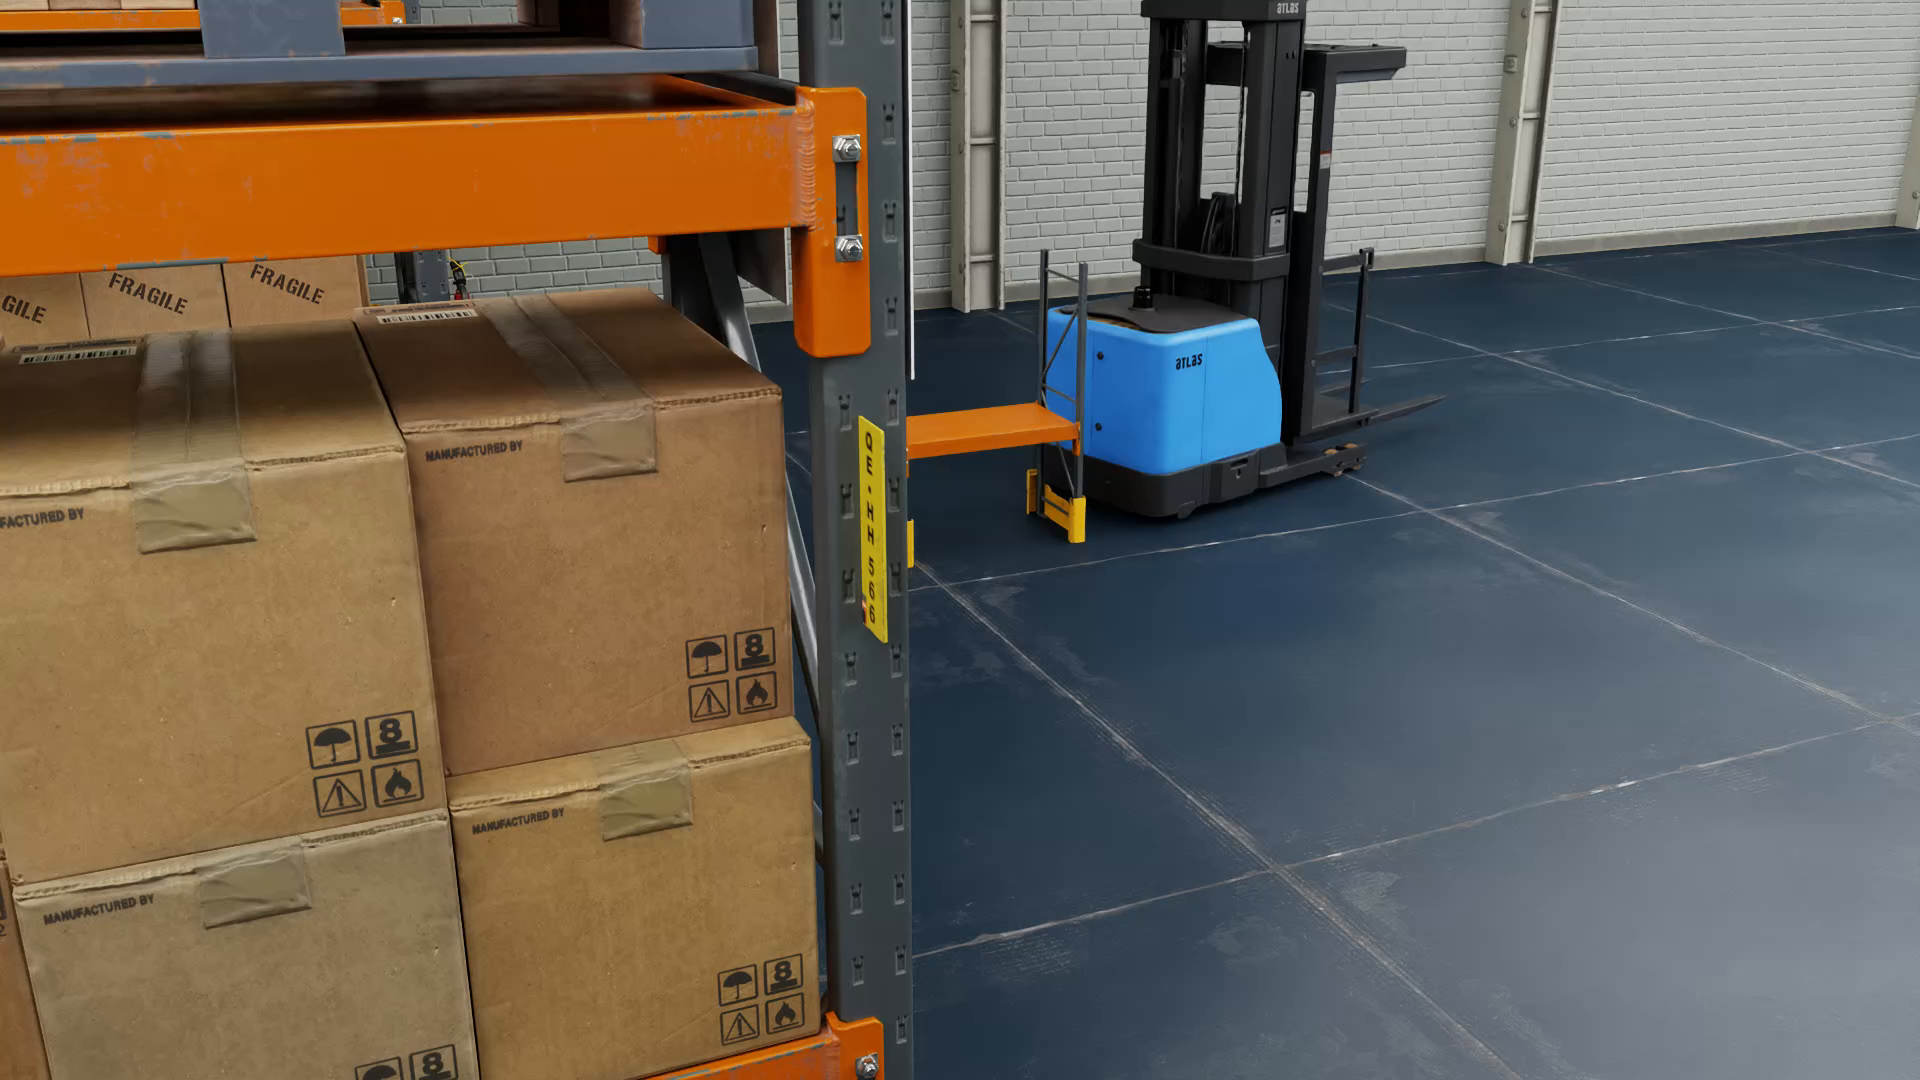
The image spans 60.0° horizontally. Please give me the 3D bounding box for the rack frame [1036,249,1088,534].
[{"bbox_3d":[0.545,-0.786,8.995,0.032,1.500,0.500,-8,21,-22],"label":"rack frame"}]

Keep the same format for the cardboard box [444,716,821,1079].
[{"bbox_3d":[-0.654,0.468,2.951,0.550,0.550,0.875,-8,21,-22],"label":"cardboard box"}]

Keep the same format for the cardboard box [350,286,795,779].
[{"bbox_3d":[-0.687,-0.067,2.844,0.550,0.550,0.875,-8,21,-22],"label":"cardboard box"}]

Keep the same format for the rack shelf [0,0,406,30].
[{"bbox_3d":[-4.221,-1.833,6.277,4.000,0.370,1.077,-8,21,-22],"label":"rack shelf"}]

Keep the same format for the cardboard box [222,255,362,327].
[{"bbox_3d":[-2.774,-1.052,6.896,0.500,0.500,0.500,-9,21,-23],"label":"cardboard box"}]

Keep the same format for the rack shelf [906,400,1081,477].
[{"bbox_3d":[0.078,-0.549,8.865,1.000,0.185,0.538,-8,21,-22],"label":"rack shelf"}]

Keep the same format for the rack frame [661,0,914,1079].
[{"bbox_3d":[-0.330,0.477,3.151,0.053,2.616,0.949,-8,21,-22],"label":"rack frame"}]

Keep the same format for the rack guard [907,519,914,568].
[{"bbox_3d":[-0.387,-0.062,8.823,0.087,0.250,0.587,-8,21,-22],"label":"rack guard"}]

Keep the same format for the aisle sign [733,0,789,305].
[{"bbox_3d":[-0.385,-0.851,3.008,0.004,0.787,0.394,-8,21,-22],"label":"aisle sign"}]

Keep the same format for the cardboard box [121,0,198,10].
[{"bbox_3d":[-3.075,-2.117,6.380,0.250,0.149,0.380,-7,21,-20],"label":"cardboard box"}]

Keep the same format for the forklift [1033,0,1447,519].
[{"bbox_3d":[1.878,-1.886,9.966,3.031,2.935,1.130,-16,25,-38],"label":"forklift"}]

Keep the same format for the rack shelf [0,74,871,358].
[{"bbox_3d":[-2.168,-0.336,2.028,4.000,0.370,1.077,-8,21,-22],"label":"rack shelf"}]

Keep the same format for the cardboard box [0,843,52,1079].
[{"bbox_3d":[-1.714,0.582,2.626,0.550,0.550,0.875,-8,21,-22],"label":"cardboard box"}]

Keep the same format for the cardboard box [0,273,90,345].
[{"bbox_3d":[-3.696,-0.923,6.529,0.500,0.500,0.500,-8,21,-22],"label":"cardboard box"}]

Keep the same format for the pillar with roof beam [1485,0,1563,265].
[{"bbox_3d":[7.373,-5.812,11.980,0.400,9.000,9.100,-8,21,-22],"label":"pillar with roof beam"}]

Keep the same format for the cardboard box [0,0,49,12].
[{"bbox_3d":[-3.544,-2.057,6.209,0.250,0.149,0.380,-8,21,-22],"label":"cardboard box"}]

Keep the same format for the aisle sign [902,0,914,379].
[{"bbox_3d":[-0.147,-0.668,2.489,0.004,0.787,0.394,-8,21,-22],"label":"aisle sign"}]

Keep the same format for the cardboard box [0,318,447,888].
[{"bbox_3d":[-1.156,0.033,2.559,0.550,0.550,0.875,-8,21,-22],"label":"cardboard box"}]

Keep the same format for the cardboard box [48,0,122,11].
[{"bbox_3d":[-3.334,-2.104,6.343,0.250,0.149,0.380,-8,21,-21],"label":"cardboard box"}]

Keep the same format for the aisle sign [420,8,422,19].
[{"bbox_3d":[-2.213,-2.166,6.743,0.004,0.787,0.394,-8,21,-22],"label":"aisle sign"}]

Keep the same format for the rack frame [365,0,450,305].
[{"bbox_3d":[-2.385,-1.020,7.403,0.127,3.000,1.000,-8,21,-22],"label":"rack frame"}]

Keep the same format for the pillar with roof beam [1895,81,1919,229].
[{"bbox_3d":[12.882,-6.601,14.221,0.400,9.000,9.100,-8,21,-22],"label":"pillar with roof beam"}]

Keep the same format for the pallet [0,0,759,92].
[{"bbox_3d":[-1.008,-0.796,2.384,1.213,0.211,1.003,-8,21,-22],"label":"pallet"}]

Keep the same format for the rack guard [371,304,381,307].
[{"bbox_3d":[-4.332,-1.358,12.125,0.348,0.500,1.175,-8,21,-22],"label":"rack guard"}]

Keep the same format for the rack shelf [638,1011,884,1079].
[{"bbox_3d":[-2.168,1.078,2.526,4.000,0.370,1.077,-8,21,-22],"label":"rack shelf"}]

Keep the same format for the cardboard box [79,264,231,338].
[{"bbox_3d":[-3.236,-0.988,6.713,0.500,0.500,0.500,-8,21,-22],"label":"cardboard box"}]

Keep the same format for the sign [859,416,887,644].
[{"bbox_3d":[-0.129,-0.015,2.447,0.005,0.325,0.100,-8,21,-22],"label":"sign"}]

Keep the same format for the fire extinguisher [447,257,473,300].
[{"bbox_3d":[-2.097,-0.858,7.060,0.183,0.674,0.296,-8,21,-22],"label":"fire extinguisher"}]

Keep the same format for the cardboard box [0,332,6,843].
[{"bbox_3d":[-1.724,0.066,2.467,0.550,0.550,0.875,-8,21,-22],"label":"cardboard box"}]

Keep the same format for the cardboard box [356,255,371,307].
[{"bbox_3d":[-2.930,-1.230,7.400,0.500,0.500,0.500,-8,21,-23],"label":"cardboard box"}]

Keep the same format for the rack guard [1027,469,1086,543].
[{"bbox_3d":[0.527,-0.193,9.195,0.087,0.250,0.587,-8,21,-22],"label":"rack guard"}]

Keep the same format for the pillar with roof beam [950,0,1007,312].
[{"bbox_3d":[1.864,-5.023,9.738,0.400,9.000,9.100,-8,21,-22],"label":"pillar with roof beam"}]

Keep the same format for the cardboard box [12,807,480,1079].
[{"bbox_3d":[-1.150,0.547,2.726,0.550,0.550,0.875,-8,21,-22],"label":"cardboard box"}]

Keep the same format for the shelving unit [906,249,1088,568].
[{"bbox_3d":[0.070,-0.717,8.801,1.083,1.500,0.587,-8,21,-22],"label":"shelving unit"}]
